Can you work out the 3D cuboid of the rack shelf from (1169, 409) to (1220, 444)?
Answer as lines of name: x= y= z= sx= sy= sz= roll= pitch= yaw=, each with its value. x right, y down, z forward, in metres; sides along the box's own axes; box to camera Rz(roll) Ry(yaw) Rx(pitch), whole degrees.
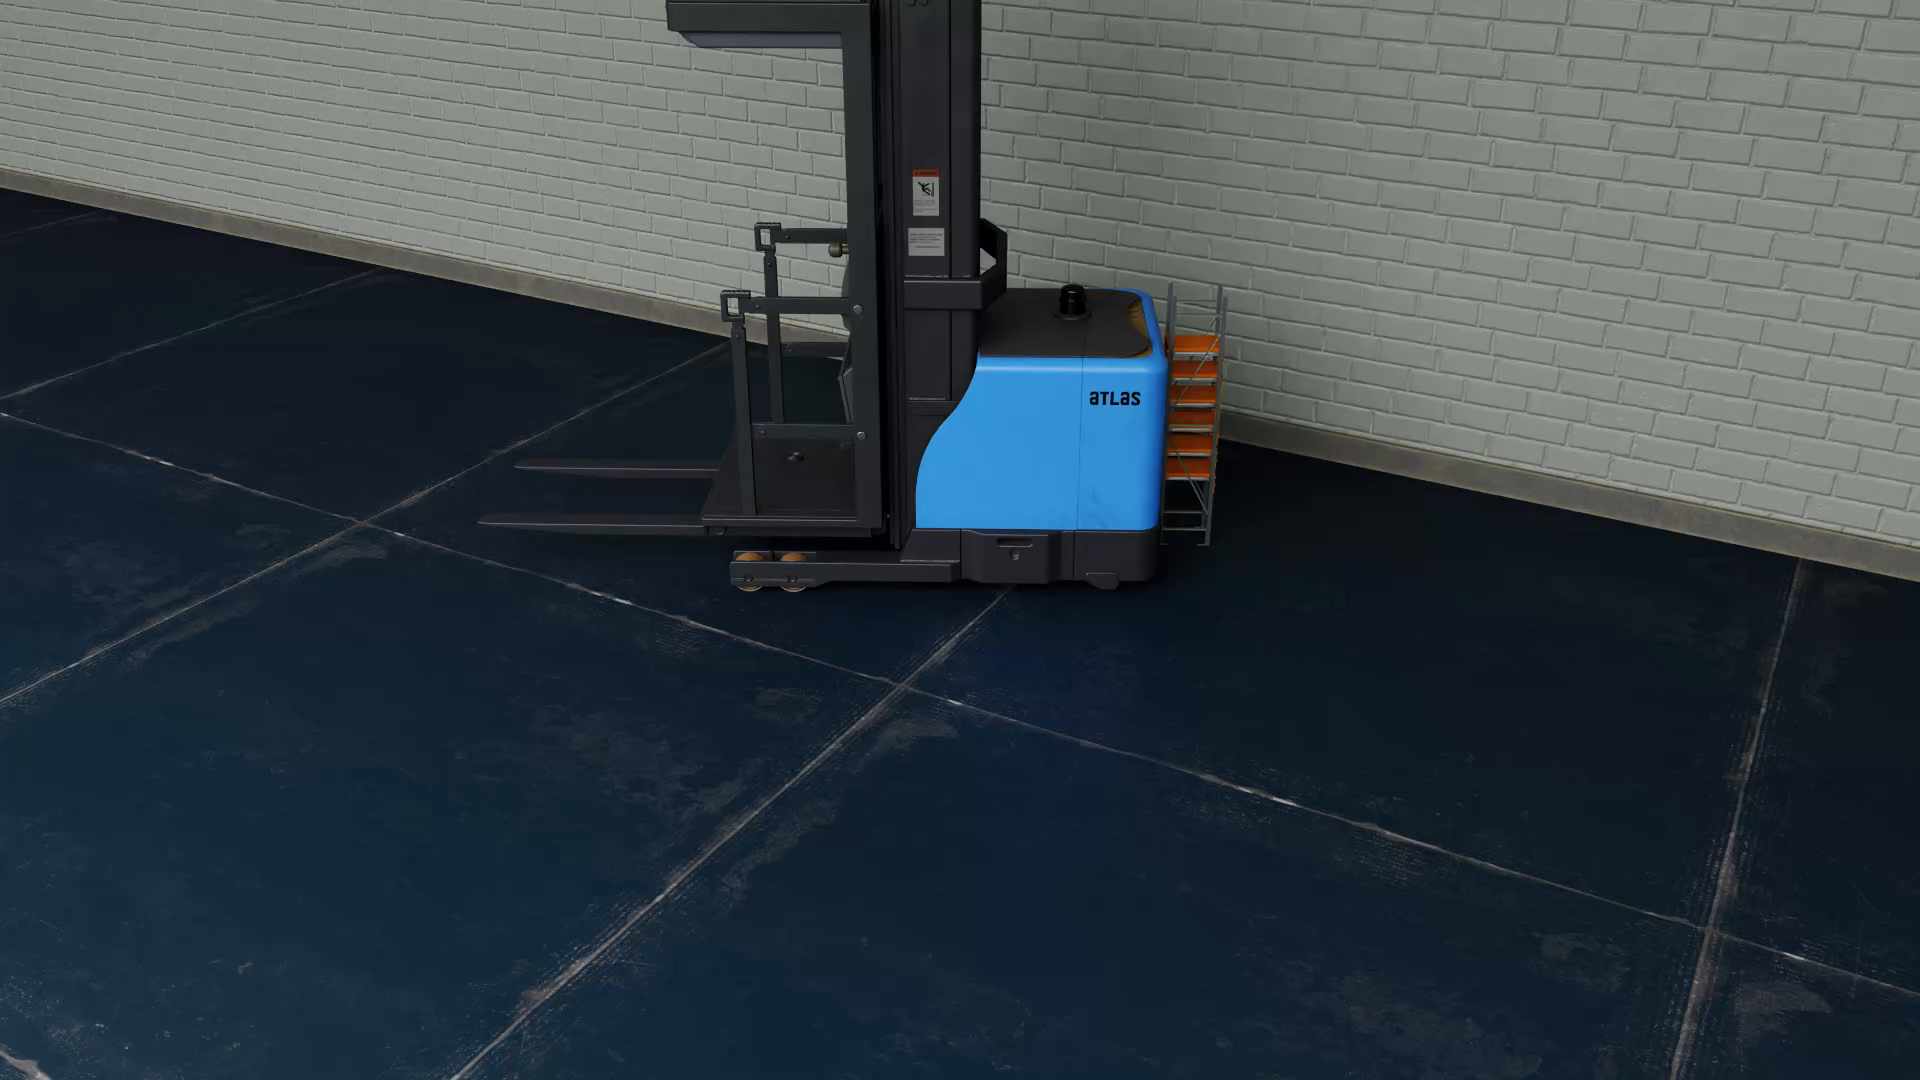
rack shelf: x=1.037 y=-0.514 z=7.536 sx=0.258 sy=0.103 sz=0.180 roll=1 pitch=27 yaw=1

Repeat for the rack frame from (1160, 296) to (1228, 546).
rack frame: x=1.034 y=-0.513 z=7.435 sx=0.240 sy=1.200 sz=0.006 roll=1 pitch=27 yaw=1

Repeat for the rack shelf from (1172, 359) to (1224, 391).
rack shelf: x=1.037 y=-0.729 z=7.429 sx=0.258 sy=0.103 sz=0.180 roll=1 pitch=27 yaw=1

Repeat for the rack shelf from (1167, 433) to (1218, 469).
rack shelf: x=1.037 y=-0.407 z=7.590 sx=0.258 sy=0.103 sz=0.180 roll=1 pitch=27 yaw=1

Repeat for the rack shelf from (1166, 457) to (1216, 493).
rack shelf: x=1.037 y=-0.300 z=7.644 sx=0.258 sy=0.103 sz=0.180 roll=1 pitch=27 yaw=1

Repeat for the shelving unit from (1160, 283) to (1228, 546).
shelving unit: x=1.037 y=-0.554 z=7.516 sx=0.258 sy=1.200 sz=0.189 roll=1 pitch=27 yaw=1

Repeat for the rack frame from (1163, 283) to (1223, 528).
rack frame: x=1.039 y=-0.595 z=7.598 sx=0.240 sy=1.200 sz=0.006 roll=1 pitch=27 yaw=1

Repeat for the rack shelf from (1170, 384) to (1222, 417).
rack shelf: x=1.037 y=-0.622 z=7.483 sx=0.258 sy=0.103 sz=0.180 roll=1 pitch=27 yaw=1

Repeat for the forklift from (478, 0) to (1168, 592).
forklift: x=-0.627 y=-1.319 z=7.110 sx=3.031 sy=2.935 sz=1.130 roll=1 pitch=27 yaw=1

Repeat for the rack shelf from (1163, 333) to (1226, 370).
rack shelf: x=1.037 y=-0.836 z=7.375 sx=0.258 sy=0.103 sz=0.180 roll=1 pitch=27 yaw=1
